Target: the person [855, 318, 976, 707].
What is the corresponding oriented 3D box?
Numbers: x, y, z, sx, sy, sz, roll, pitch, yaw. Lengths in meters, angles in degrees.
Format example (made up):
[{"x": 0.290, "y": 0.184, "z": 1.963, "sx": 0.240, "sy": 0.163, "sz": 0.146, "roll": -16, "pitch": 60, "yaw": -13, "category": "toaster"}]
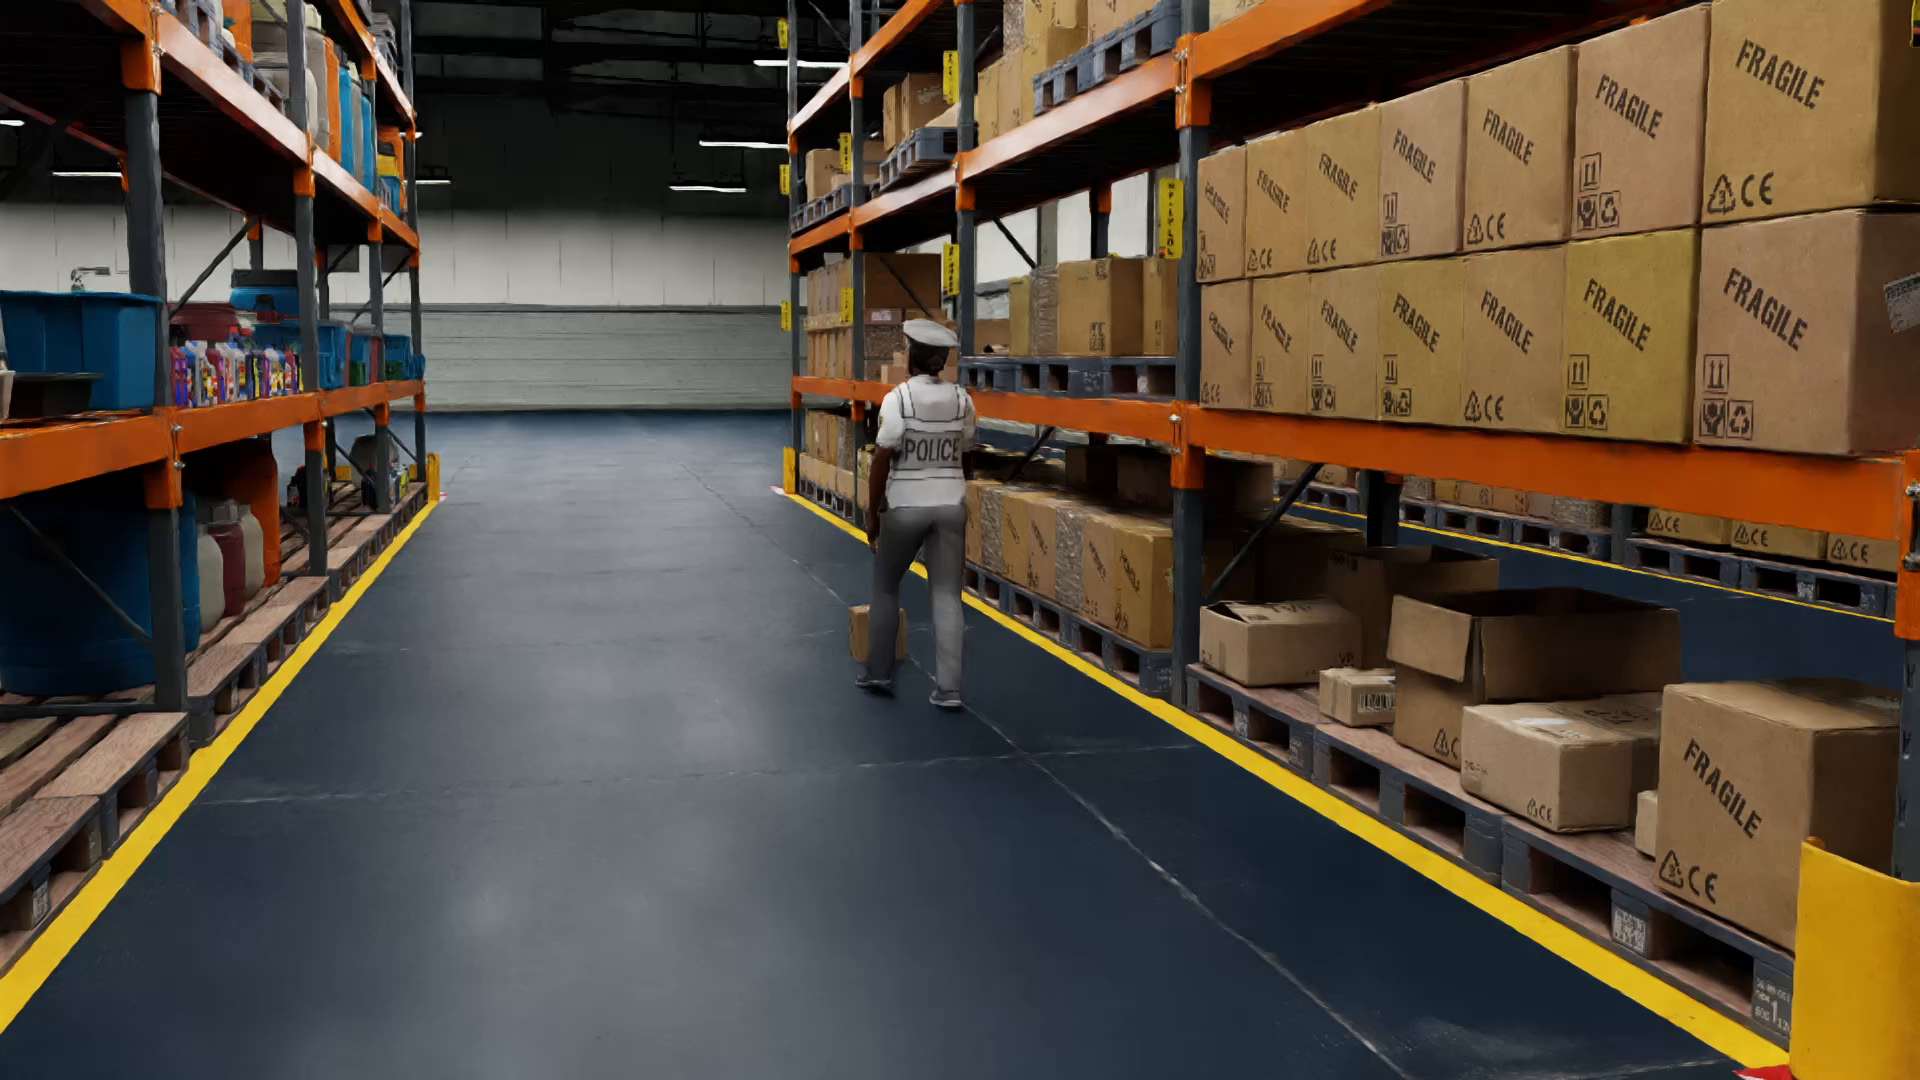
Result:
[{"x": -0.204, "y": -0.133, "z": 7.330, "sx": 0.522, "sy": 1.673, "sz": 0.768, "roll": -2, "pitch": 7, "yaw": -19, "category": "person"}]
